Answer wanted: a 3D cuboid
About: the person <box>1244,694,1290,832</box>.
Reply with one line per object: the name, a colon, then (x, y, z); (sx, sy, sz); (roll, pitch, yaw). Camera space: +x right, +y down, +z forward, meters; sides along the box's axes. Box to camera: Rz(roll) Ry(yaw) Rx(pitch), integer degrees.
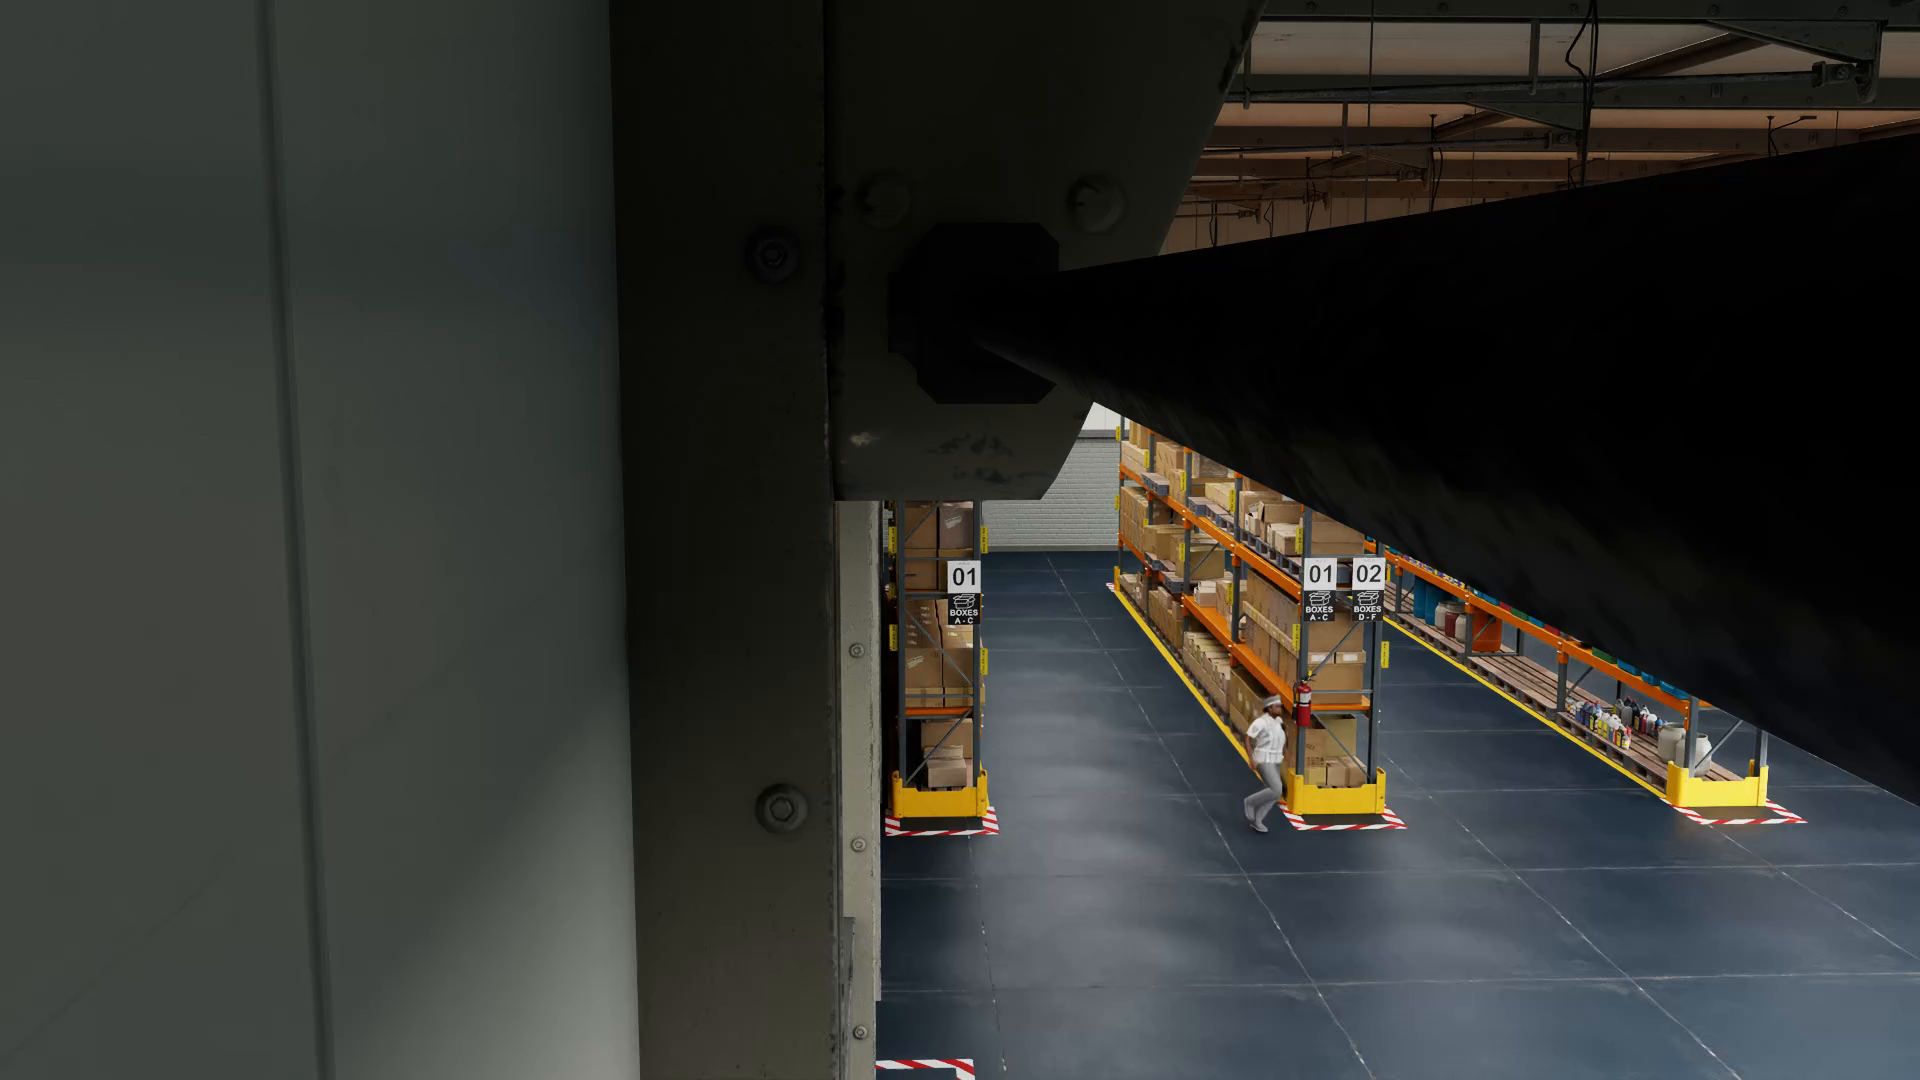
person: (3.755, 2.667, 19.977); (0.612, 1.623, 0.502); (-7, 11, -42)
